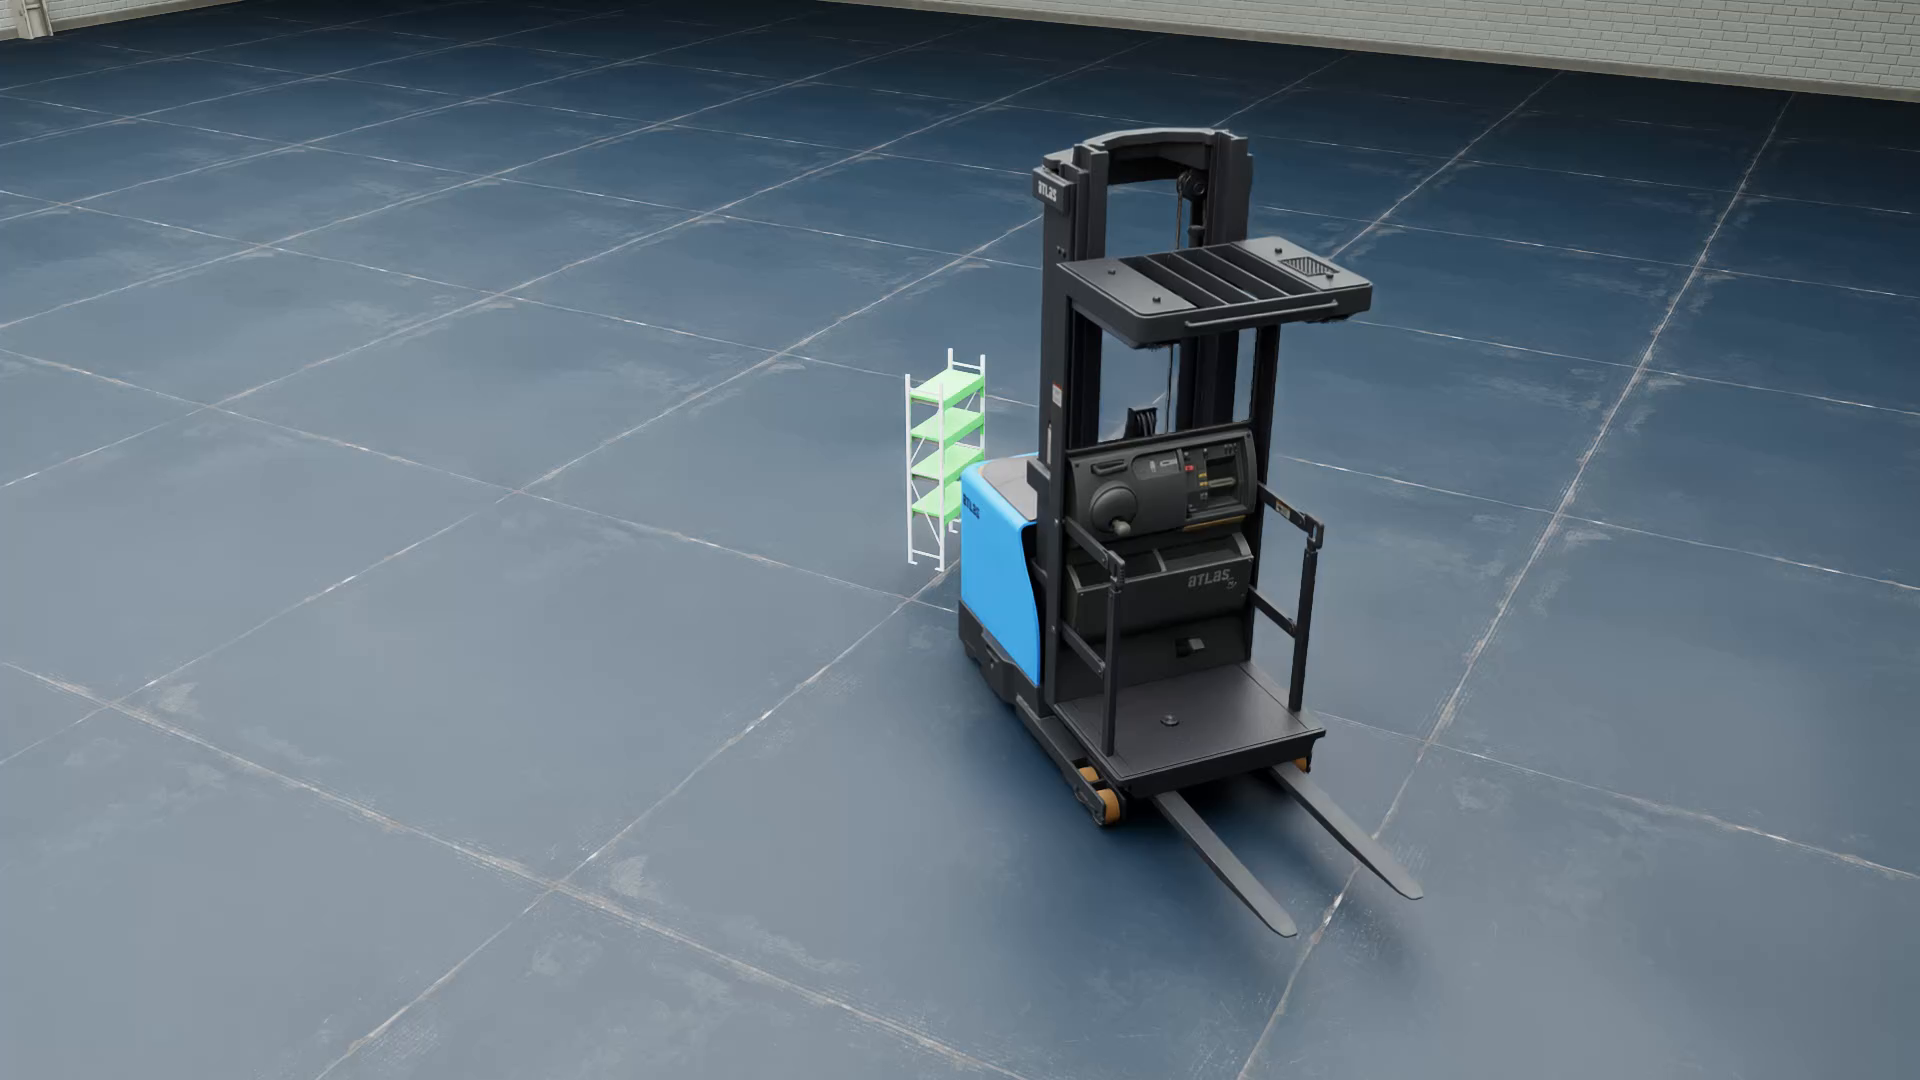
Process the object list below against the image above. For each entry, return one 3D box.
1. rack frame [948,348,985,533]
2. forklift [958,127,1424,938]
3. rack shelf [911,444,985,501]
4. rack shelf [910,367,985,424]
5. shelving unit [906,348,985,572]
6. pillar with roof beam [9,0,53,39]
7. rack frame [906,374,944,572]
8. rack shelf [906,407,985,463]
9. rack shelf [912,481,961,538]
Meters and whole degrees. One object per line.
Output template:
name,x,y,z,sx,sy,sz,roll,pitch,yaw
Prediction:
rack frame,0.039,-0.567,10.043,0.240,1.200,0.015,14,30,26
forklift,1.022,-0.217,7.410,1.130,2.935,3.031,-10,28,-20
rack shelf,-0.081,-0.415,9.881,0.258,0.148,0.480,14,30,26
rack shelf,-0.081,-0.844,9.666,0.258,0.148,0.480,14,30,26
shelving unit,-0.081,-0.472,9.853,0.258,1.200,0.503,14,30,26
pillar with roof beam,-10.672,-10.935,22.042,9.100,9.000,0.400,14,30,26
rack frame,-0.201,-0.377,9.663,0.240,1.200,0.015,14,30,26
rack shelf,-0.081,-0.629,9.774,0.258,0.148,0.480,14,30,26
rack shelf,-0.081,-0.200,9.989,0.258,0.148,0.480,14,30,26
